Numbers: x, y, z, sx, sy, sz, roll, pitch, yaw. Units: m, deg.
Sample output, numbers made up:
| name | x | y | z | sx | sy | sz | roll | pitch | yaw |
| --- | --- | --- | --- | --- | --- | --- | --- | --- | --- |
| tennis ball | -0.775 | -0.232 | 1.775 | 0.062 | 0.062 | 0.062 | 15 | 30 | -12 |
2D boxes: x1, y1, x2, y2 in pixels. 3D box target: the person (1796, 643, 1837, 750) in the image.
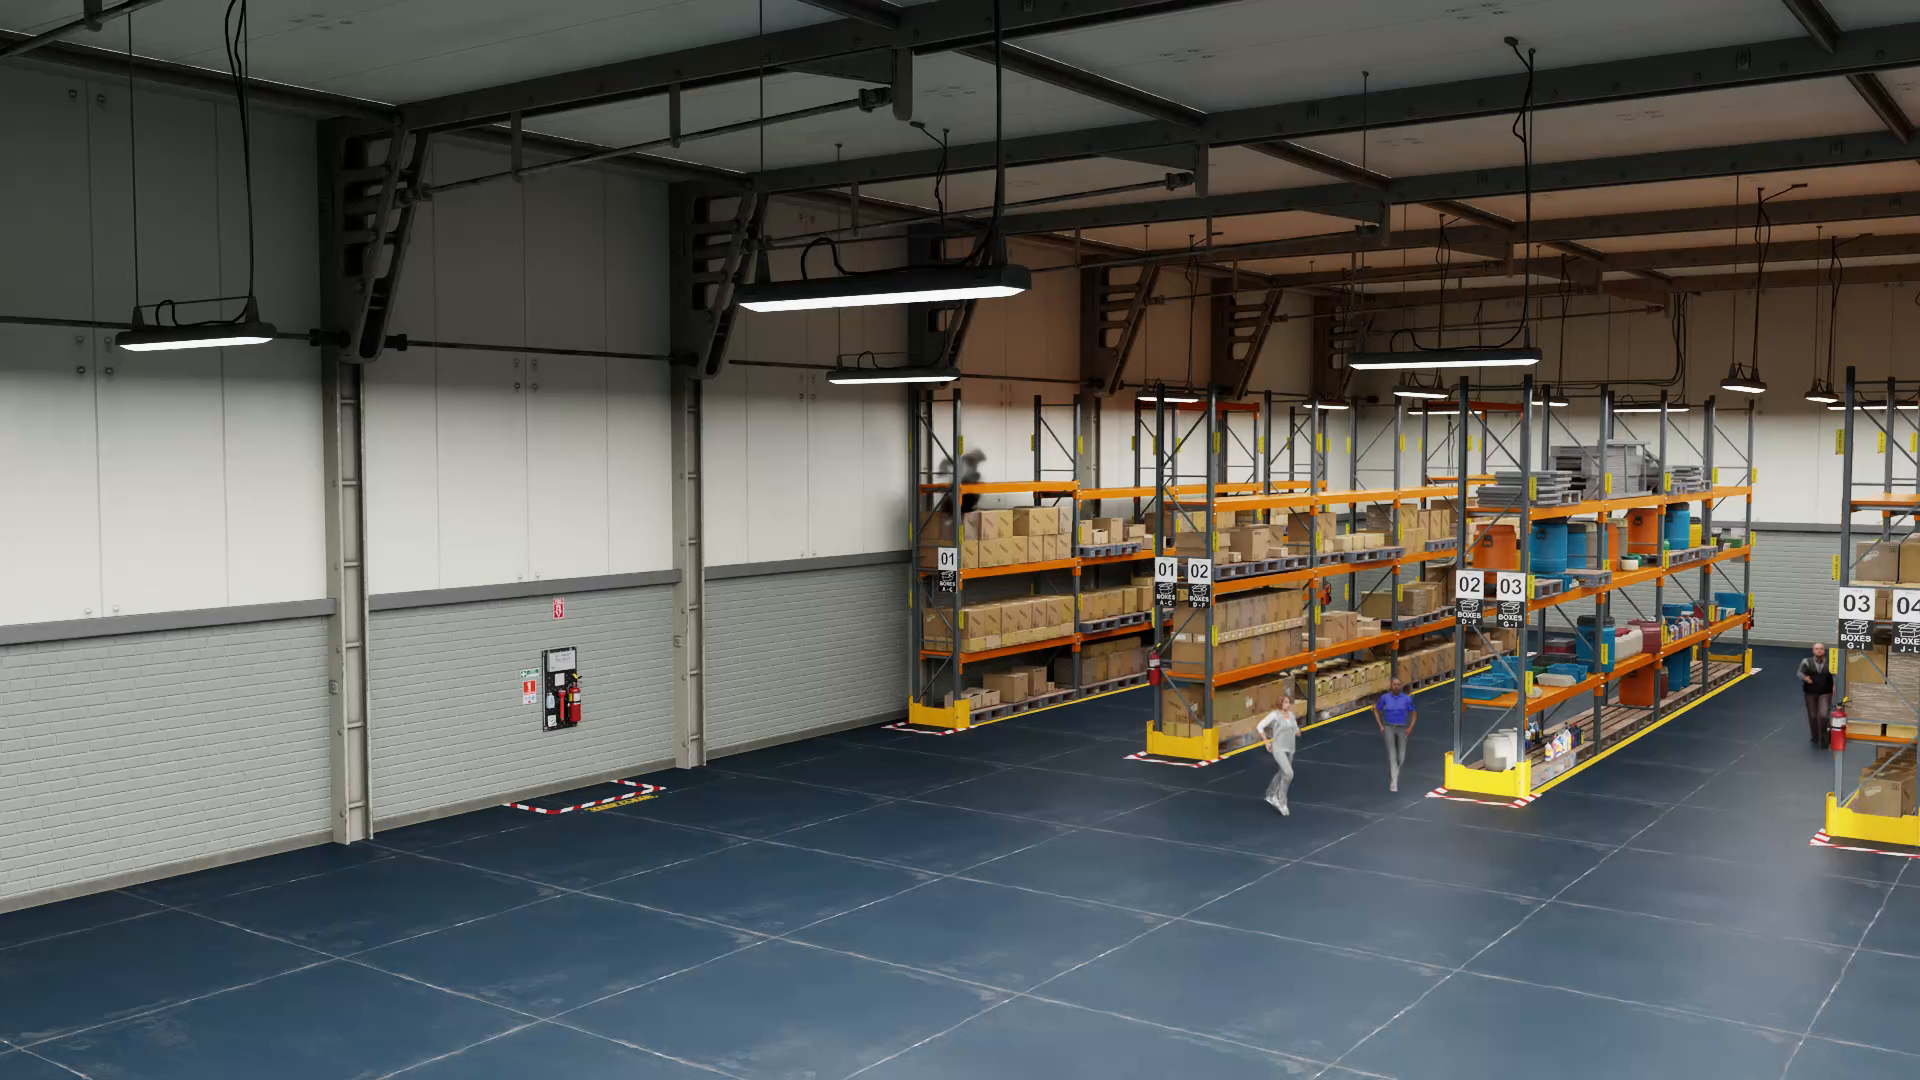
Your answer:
| name | x | y | z | sx | sy | sz | roll | pitch | yaw |
| --- | --- | --- | --- | --- | --- | --- | --- | --- | --- |
| person | 14.211 | 2.588 | 27.564 | 0.641 | 1.762 | 0.744 | 2 | 4 | 31 |

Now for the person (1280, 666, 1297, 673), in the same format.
| name | x | y | z | sx | sy | sz | roll | pitch | yaw |
| --- | --- | --- | --- | --- | --- | --- | --- | --- | --- |
| person | 6.693 | 2.212 | 33.830 | 0.660 | 1.829 | 0.755 | 2 | 4 | 37 |

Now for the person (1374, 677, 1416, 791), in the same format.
| name | x | y | z | sx | sy | sz | roll | pitch | yaw |
| --- | --- | --- | --- | --- | --- | --- | --- | --- | --- |
| person | 6.373 | 2.810 | 24.372 | 0.605 | 1.632 | 0.745 | 0 | 3 | 8 |

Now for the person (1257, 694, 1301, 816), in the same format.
| name | x | y | z | sx | sy | sz | roll | pitch | yaw |
| --- | --- | --- | --- | --- | --- | --- | --- | --- | --- |
| person | 4.385 | 2.912 | 22.624 | 0.503 | 1.639 | 0.703 | -2 | 4 | -34 |
